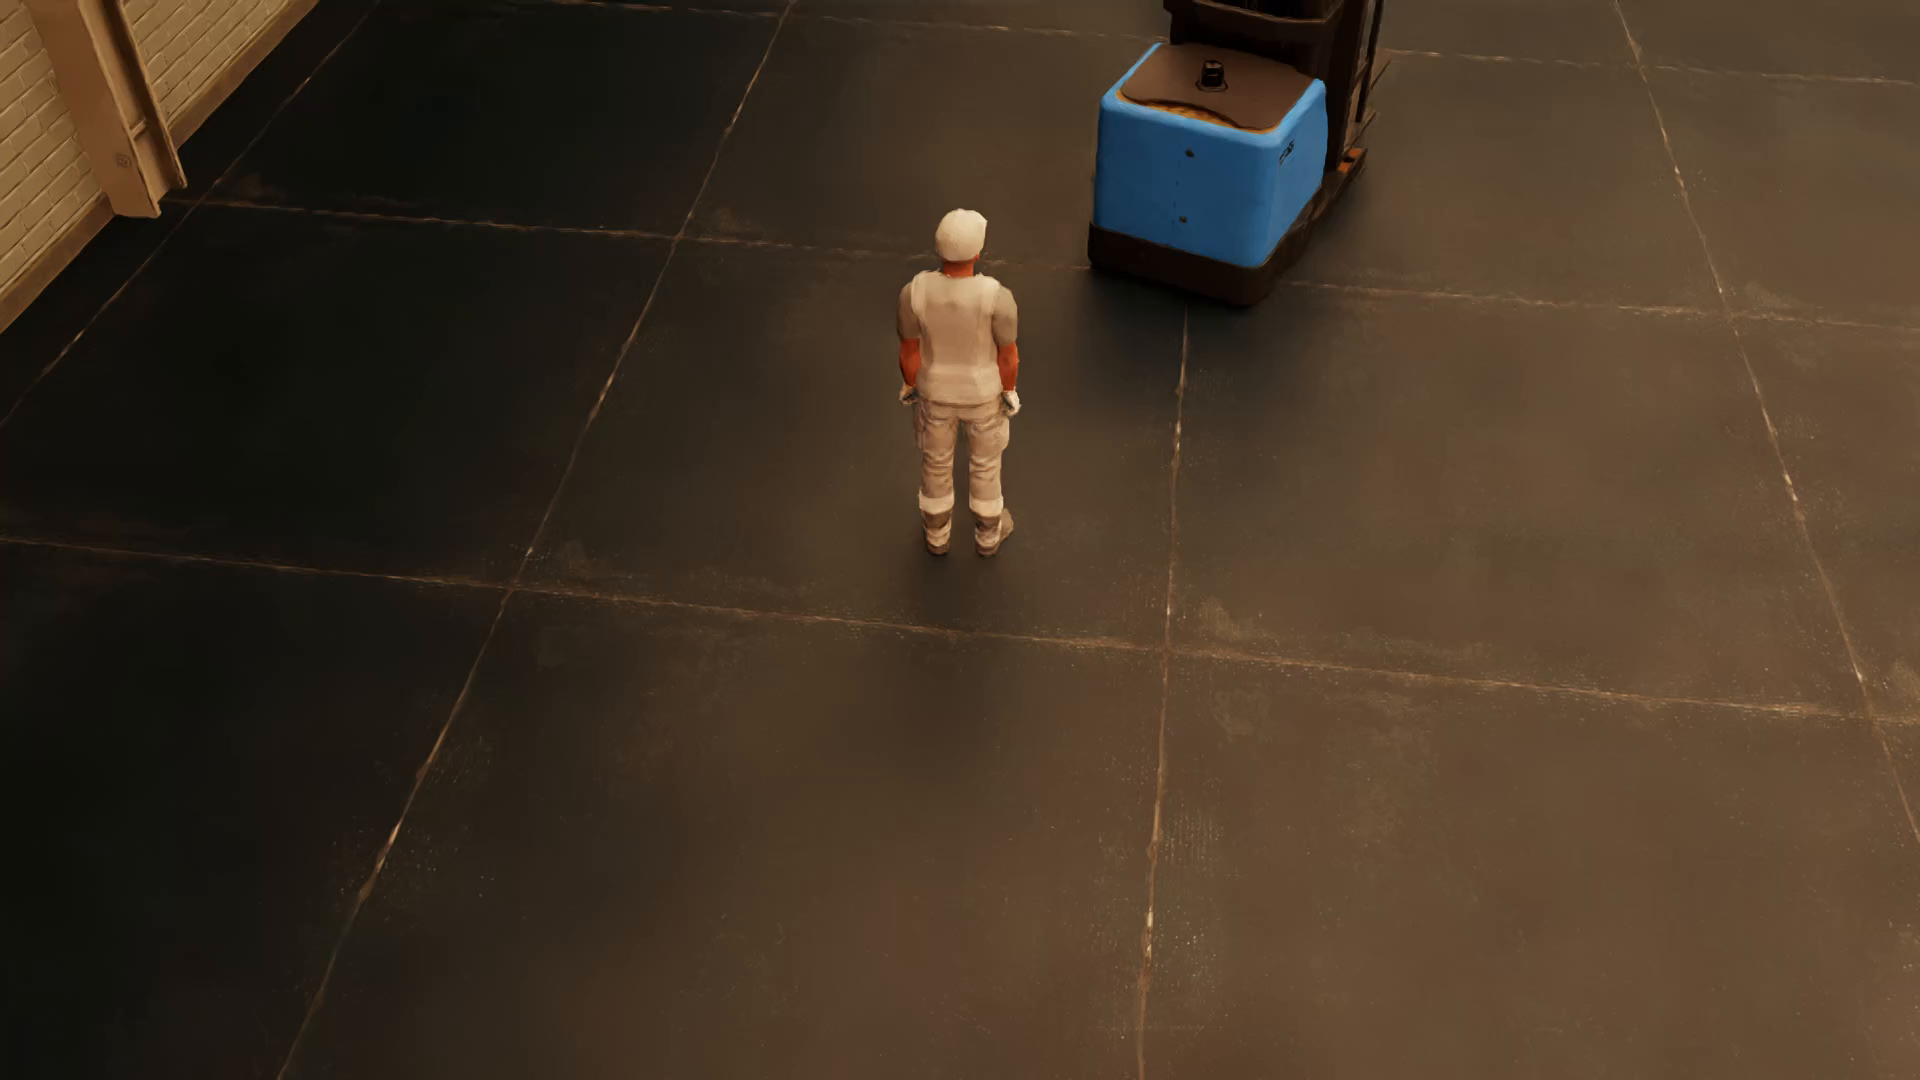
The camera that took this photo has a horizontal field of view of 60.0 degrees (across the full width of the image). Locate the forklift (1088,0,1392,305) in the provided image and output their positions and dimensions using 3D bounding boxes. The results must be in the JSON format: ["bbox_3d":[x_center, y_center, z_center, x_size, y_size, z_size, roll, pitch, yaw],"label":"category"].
[{"bbox_3d":[1.874,-3.372,9.395,1.130,2.935,3.031,20,46,20],"label":"forklift"}]

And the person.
[{"bbox_3d":[0.002,-0.674,7.300,0.540,1.795,0.349,5,43,6],"label":"person"}]
